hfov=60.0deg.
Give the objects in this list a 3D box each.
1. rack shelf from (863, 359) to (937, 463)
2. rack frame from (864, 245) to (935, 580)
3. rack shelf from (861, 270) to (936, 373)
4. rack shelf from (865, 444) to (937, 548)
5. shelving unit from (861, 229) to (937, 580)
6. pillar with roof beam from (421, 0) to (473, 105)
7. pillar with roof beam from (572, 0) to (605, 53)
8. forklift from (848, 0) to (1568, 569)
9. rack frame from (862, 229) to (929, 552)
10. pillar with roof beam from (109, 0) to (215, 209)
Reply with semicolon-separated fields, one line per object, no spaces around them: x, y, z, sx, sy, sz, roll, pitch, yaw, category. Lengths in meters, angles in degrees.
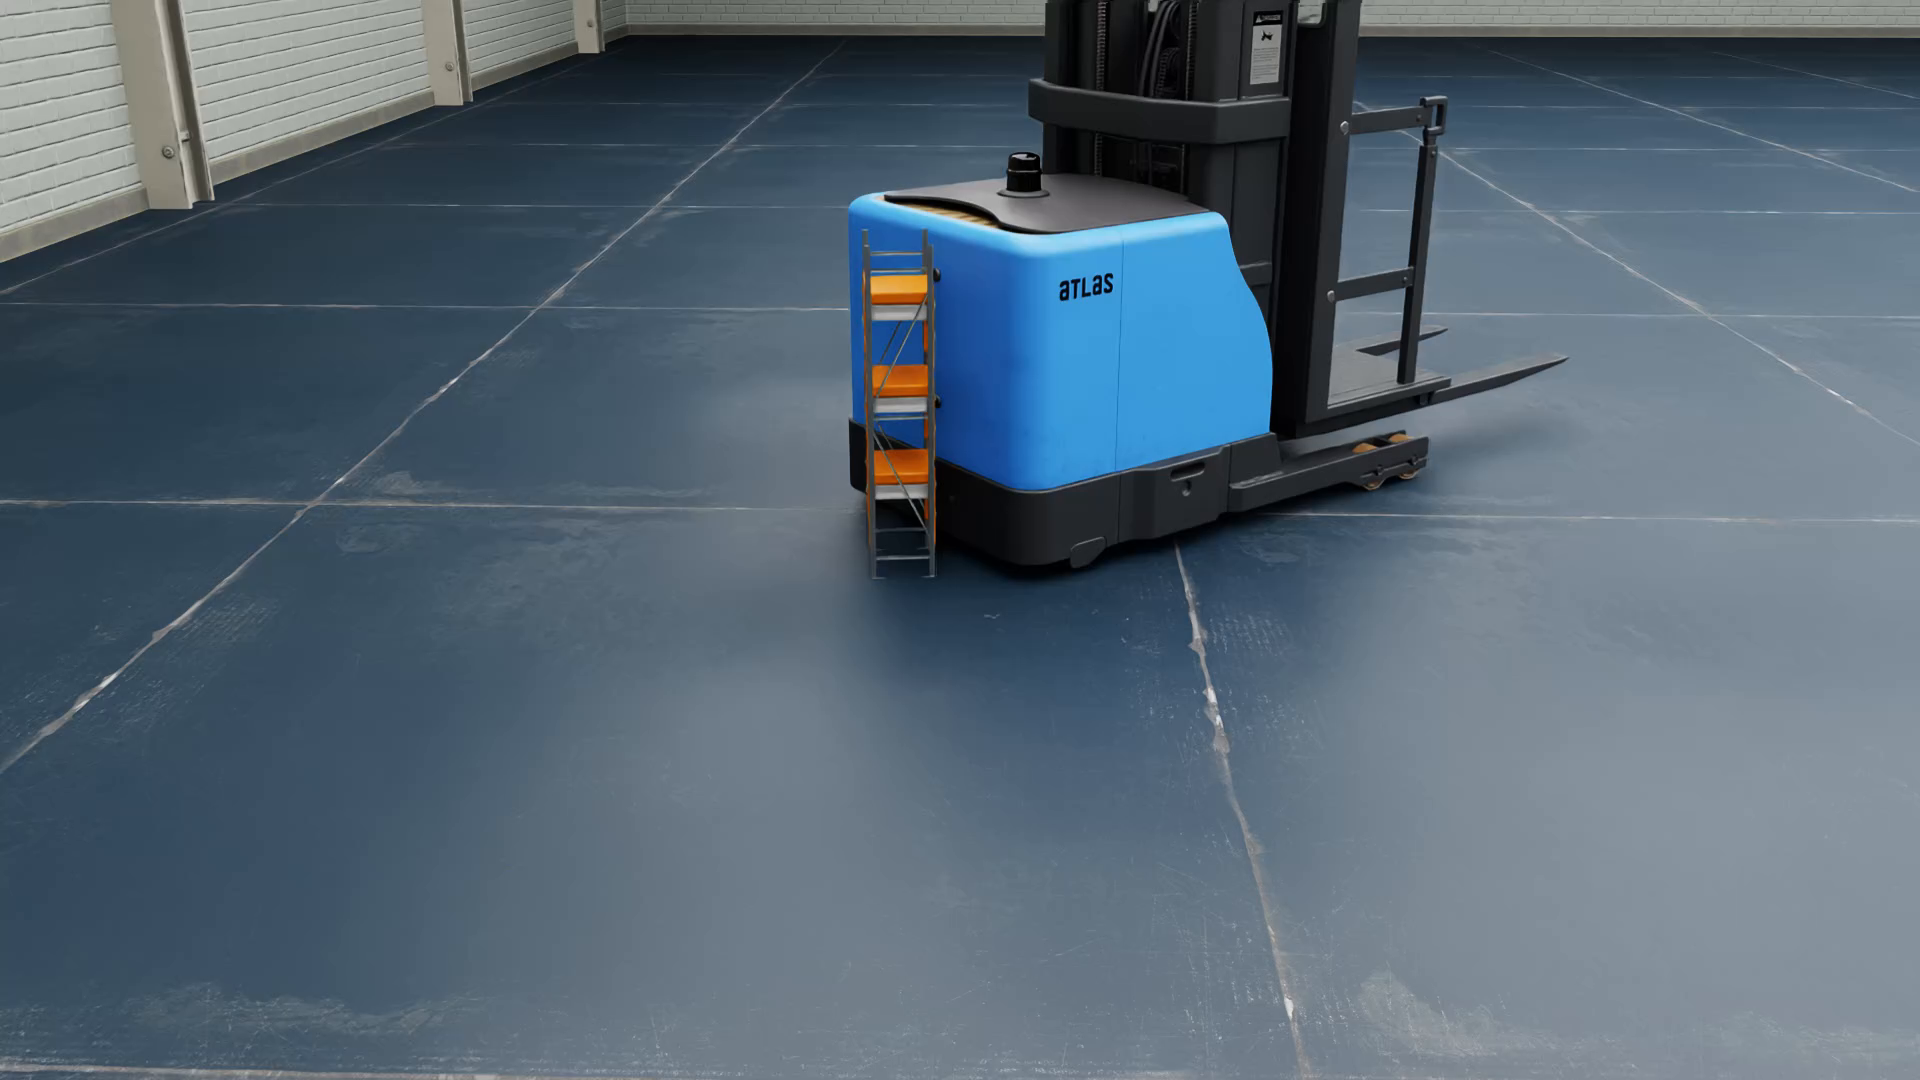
-0.188;-0.402;5.142;0.215;0.259;0.240;-2;21;-4;rack shelf
-0.178;-0.367;5.025;0.200;1.050;0.008;-2;21;-4;rack frame
-0.188;-0.666;5.039;0.215;0.259;0.240;-2;21;-4;rack shelf
-0.188;-0.142;5.242;0.215;0.259;0.240;-2;21;-4;rack shelf
-0.188;-0.411;5.138;0.215;1.050;0.252;-2;21;-4;shelving unit
-0.924;-8.649;15.381;9.100;9.000;0.400;1;21;2;pillar with roof beam
-0.742;-10.819;20.972;9.100;9.000;0.400;1;21;2;pillar with roof beam
1.099;-1.684;5.816;3.031;2.935;1.130;-15;26;-34;forklift
-0.198;-0.455;5.251;0.200;1.050;0.008;-2;21;-4;rack frame
-1.107;-6.480;9.790;9.100;9.000;0.400;1;21;2;pillar with roof beam
